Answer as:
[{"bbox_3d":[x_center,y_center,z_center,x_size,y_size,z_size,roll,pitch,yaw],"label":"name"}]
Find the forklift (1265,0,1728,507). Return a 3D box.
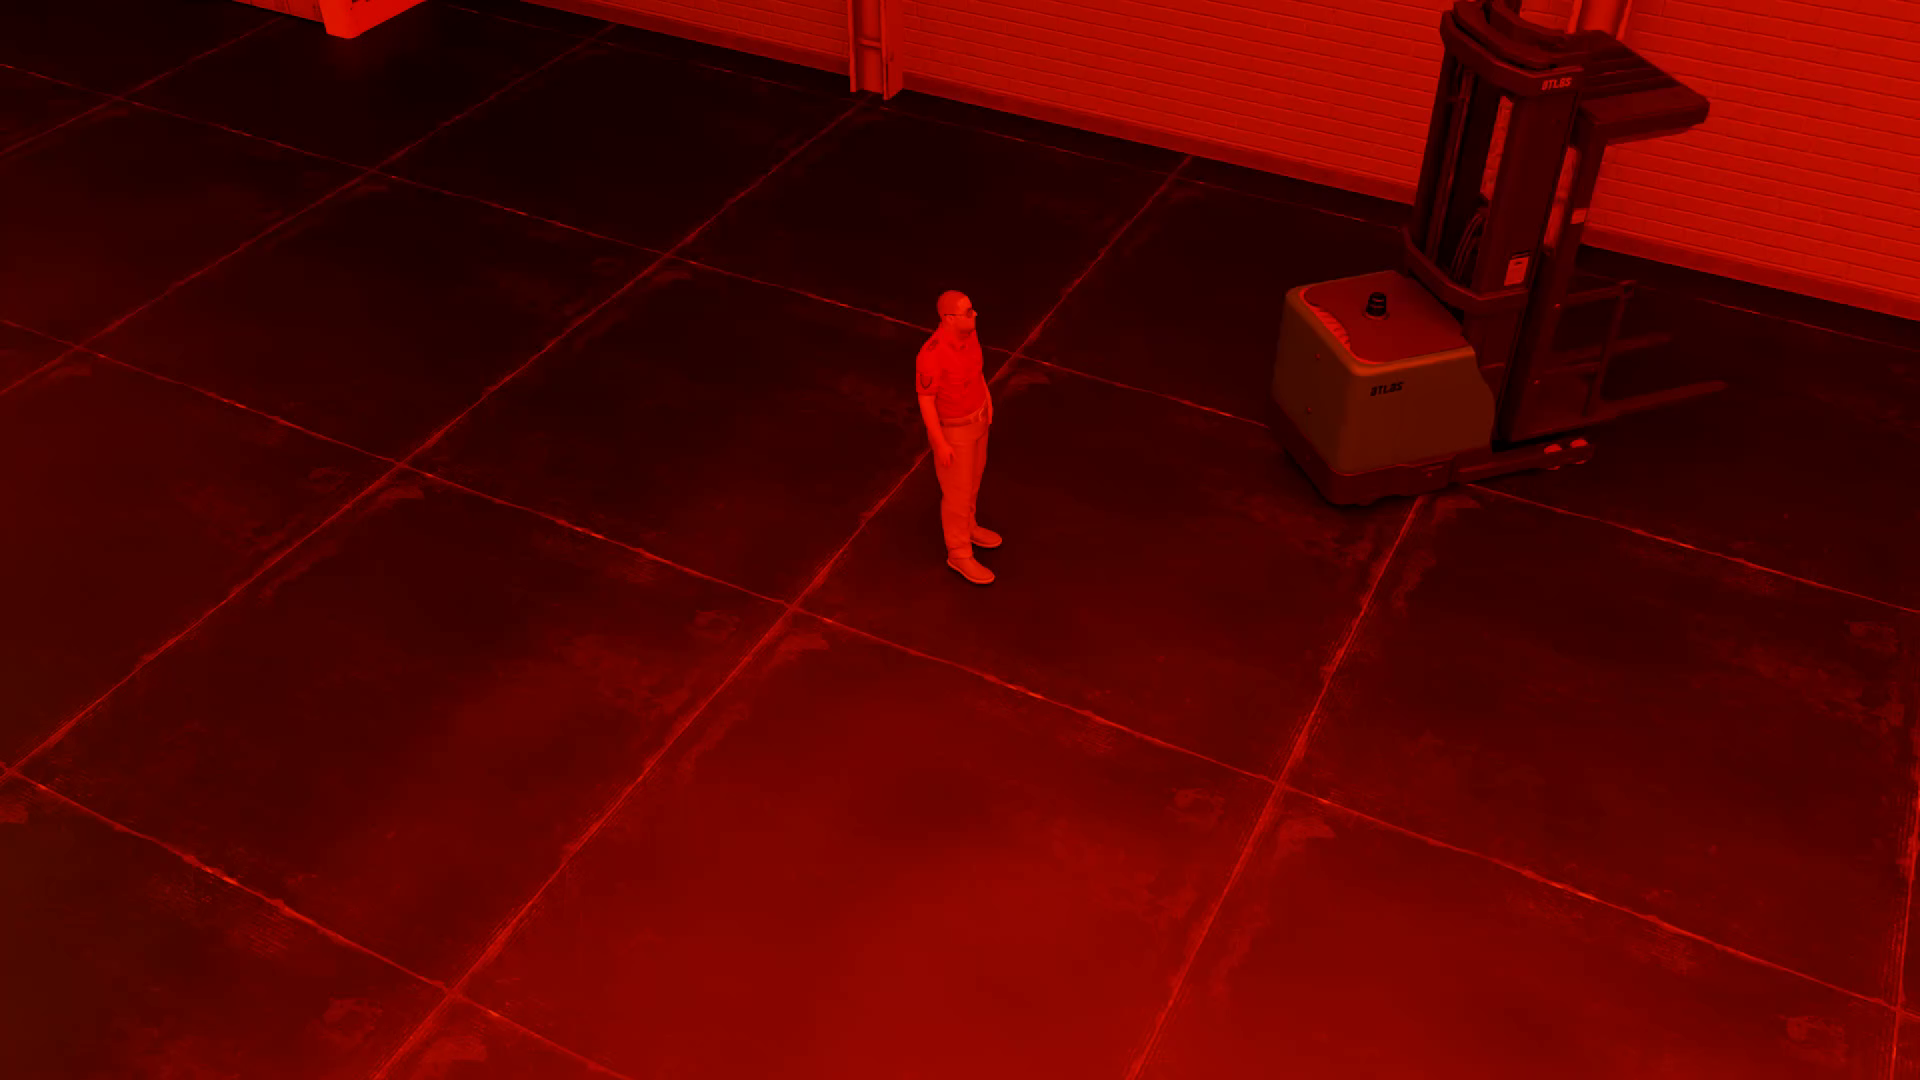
[{"bbox_3d":[3.608,-1.888,10.228,3.031,2.935,1.130,-12,42,-14],"label":"forklift"}]

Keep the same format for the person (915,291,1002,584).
[{"bbox_3d":[0.075,-0.634,9.661,0.550,1.727,0.641,18,43,21],"label":"person"}]
